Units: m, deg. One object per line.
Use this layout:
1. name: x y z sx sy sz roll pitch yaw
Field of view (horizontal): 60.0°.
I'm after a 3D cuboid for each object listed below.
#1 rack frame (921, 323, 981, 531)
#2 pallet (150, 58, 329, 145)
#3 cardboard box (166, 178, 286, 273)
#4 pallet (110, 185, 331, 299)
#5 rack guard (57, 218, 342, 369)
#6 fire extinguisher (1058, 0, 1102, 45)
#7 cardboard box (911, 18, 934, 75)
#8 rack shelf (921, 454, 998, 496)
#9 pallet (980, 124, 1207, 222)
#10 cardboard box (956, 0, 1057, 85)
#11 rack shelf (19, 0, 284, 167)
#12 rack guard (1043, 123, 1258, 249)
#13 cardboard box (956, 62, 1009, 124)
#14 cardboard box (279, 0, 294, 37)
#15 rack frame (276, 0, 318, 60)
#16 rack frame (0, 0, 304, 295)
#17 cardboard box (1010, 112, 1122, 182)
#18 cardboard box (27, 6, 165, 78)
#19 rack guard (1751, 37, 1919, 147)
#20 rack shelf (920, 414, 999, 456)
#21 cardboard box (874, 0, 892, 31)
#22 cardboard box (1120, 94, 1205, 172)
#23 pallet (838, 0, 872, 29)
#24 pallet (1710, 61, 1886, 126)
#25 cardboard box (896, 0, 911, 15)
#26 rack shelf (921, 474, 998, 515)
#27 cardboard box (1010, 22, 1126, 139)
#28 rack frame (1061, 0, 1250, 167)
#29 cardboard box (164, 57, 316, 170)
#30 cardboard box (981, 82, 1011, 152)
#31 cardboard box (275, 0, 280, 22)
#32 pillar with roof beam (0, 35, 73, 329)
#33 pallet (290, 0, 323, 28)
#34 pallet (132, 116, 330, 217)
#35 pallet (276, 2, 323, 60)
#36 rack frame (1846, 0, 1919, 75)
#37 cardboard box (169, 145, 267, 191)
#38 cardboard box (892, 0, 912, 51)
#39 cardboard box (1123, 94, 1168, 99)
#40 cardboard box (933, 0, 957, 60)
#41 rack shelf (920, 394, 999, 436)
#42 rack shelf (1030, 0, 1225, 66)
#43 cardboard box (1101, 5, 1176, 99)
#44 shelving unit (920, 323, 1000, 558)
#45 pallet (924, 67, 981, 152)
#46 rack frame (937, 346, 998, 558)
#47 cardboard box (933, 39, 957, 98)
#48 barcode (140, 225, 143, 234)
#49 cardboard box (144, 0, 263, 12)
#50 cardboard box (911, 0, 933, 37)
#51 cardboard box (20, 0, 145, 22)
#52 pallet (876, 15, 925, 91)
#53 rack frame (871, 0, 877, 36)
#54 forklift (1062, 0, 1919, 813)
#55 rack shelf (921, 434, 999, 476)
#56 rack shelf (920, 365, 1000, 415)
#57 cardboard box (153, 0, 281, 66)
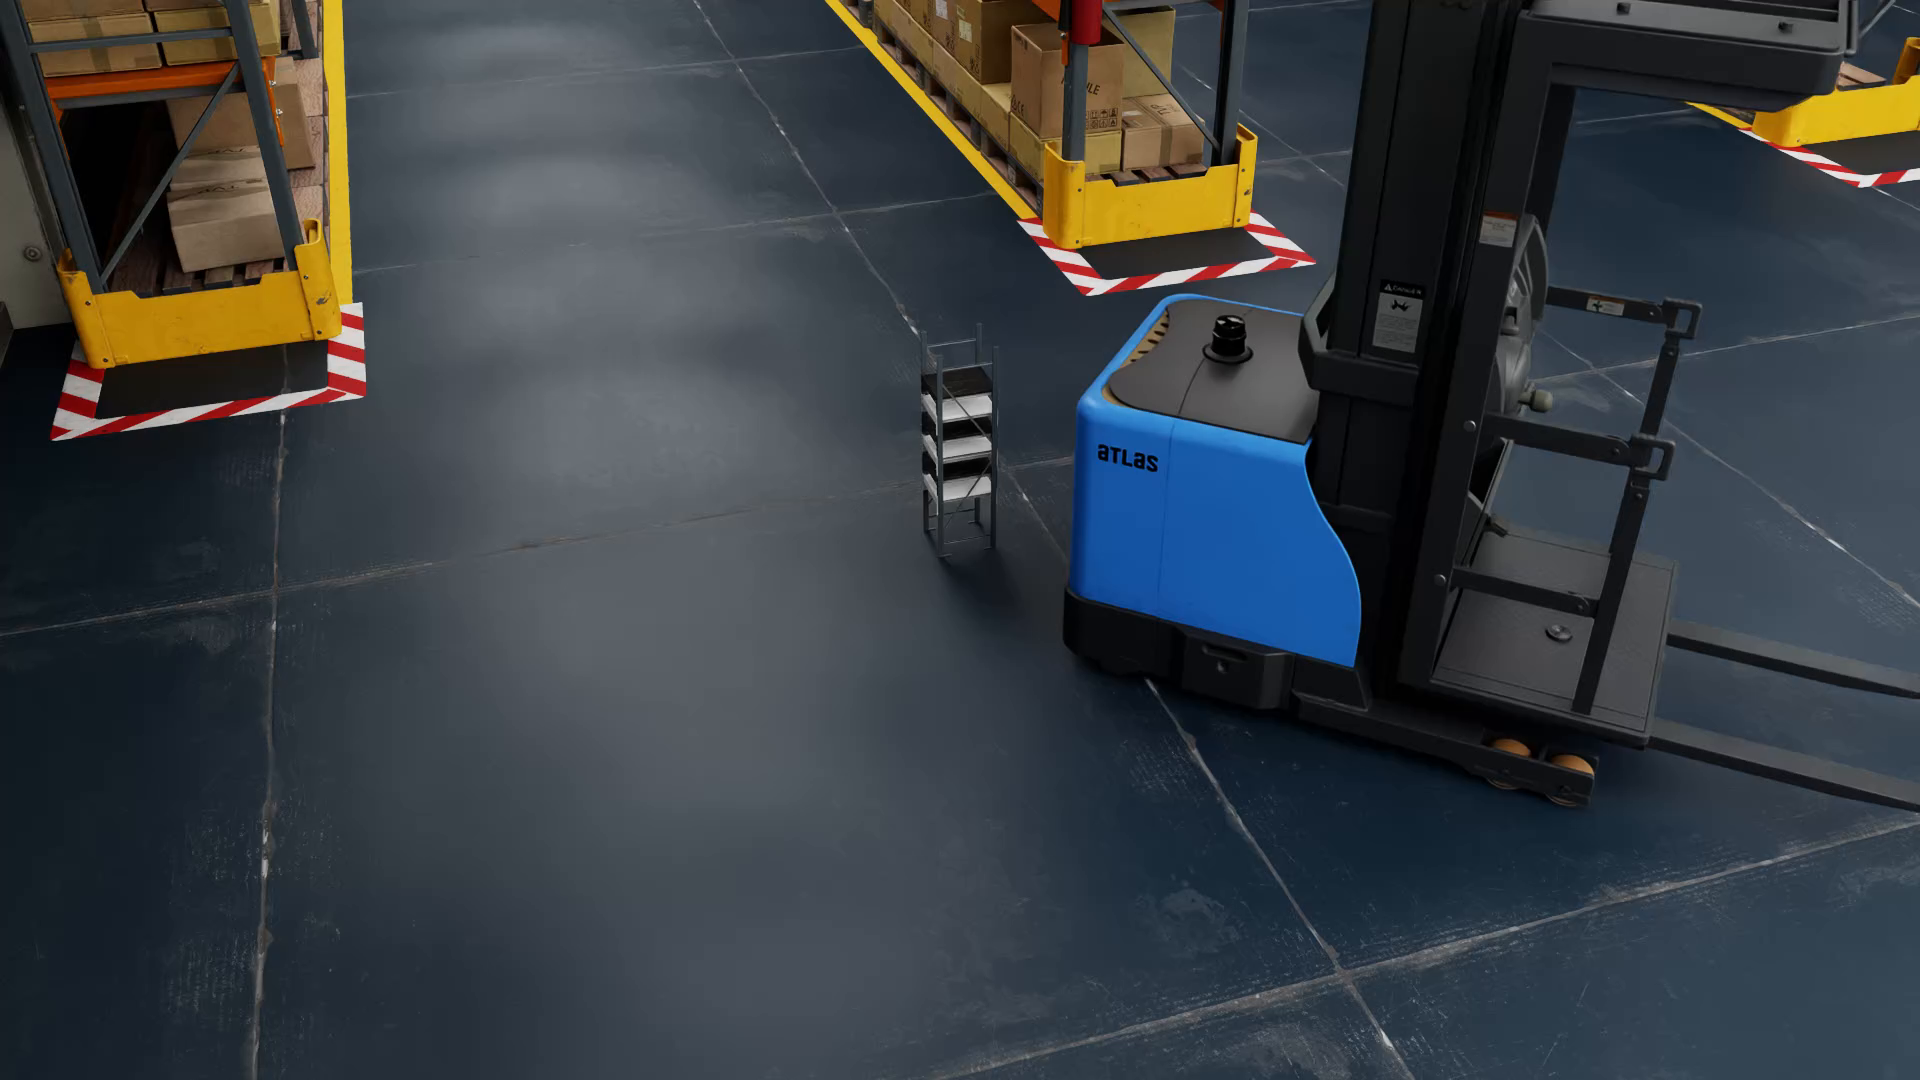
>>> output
1. rack frame: -0.033 -0.433 6.589 0.240 0.900 0.006 -10 35 -15
2. pallet: -4.647 -2.803 10.801 1.003 0.211 1.213 -10 35 -15
3. cardboard box: -3.790 -1.654 8.571 0.500 0.311 0.500 -14 36 -20
4. pallet: -3.902 -1.522 8.862 1.003 0.211 1.213 -10 35 -15
5. rack guard: -3.688 -1.210 8.128 1.175 0.500 0.348 -10 35 -15
6. fire extinguisher: 0.645 -2.876 8.452 0.296 0.674 0.183 -10 35 -15
7. cardboard box: -0.021 -3.355 11.220 0.500 0.250 0.500 -10 35 -15
8. rack shelf: -0.002 -0.277 6.576 0.258 0.077 0.200 -10 35 -15
9. pallet: 0.778 -2.280 10.008 1.003 0.211 1.213 -10 35 -15
10. cardboard box: 0.285 -3.143 10.219 0.500 0.500 0.500 -10 35 -15
11. rack shelf: -4.275 -2.963 9.166 1.077 0.370 4.000 -10 35 -15
12. rack guard: 1.059 -1.993 9.313 1.175 0.500 0.348 -10 35 -15
13. cardboard box: 0.288 -2.831 10.427 0.500 0.250 0.500 -10 35 -15
14. cardboard box: -5.126 -3.838 11.705 0.700 0.500 0.500 -9 34 -13
15. rack frame: -4.885 -4.314 10.557 1.000 3.000 0.127 -10 35 -15
16. rack frame: -3.665 -2.213 7.379 1.000 3.000 0.127 -10 35 -15
17. cardboard box: 0.606 -2.308 9.636 0.500 0.250 0.500 -10 35 -15
18. cardboard box: -3.992 -2.372 7.737 0.500 0.250 0.500 -10 35 -14
19. rack guard: 5.702 -2.869 10.638 1.175 0.500 0.348 -10 35 -15
20. rack shelf: -0.002 -0.427 6.477 0.258 0.077 0.200 -10 35 -15
21. cardboard box: -0.316 -3.882 12.017 0.500 0.250 0.500 -10 35 -15
22. cardboard box: 1.100 -2.395 9.767 0.500 0.250 0.500 -10 35 -15
23. pallet: -0.431 -4.365 13.165 1.003 0.211 1.213 -10 35 -15
24. pallet: 5.459 -3.175 11.364 1.003 0.211 1.213 -10 35 -15
25. cardboard box: -0.165 -3.932 11.413 0.500 0.500 0.500 -10 35 -15
26. rack shelf: -0.002 -0.202 6.626 0.258 0.077 0.200 -10 35 -15
27. cardboard box: 0.604 -2.621 9.428 0.500 0.500 0.500 -10 35 -15
28. rack frame: 1.051 -3.048 8.642 1.000 3.000 0.127 -10 35 -15
29. cardboard box: -4.141 -2.425 9.568 0.700 0.500 0.500 -12 35 -18
30. cardboard box: 0.442 -2.569 10.030 0.500 0.250 0.500 -10 35 -15
31. cardboard box: -3.684 -2.739 8.292 0.500 0.250 0.500 -11 35 -16
32. pillar with roof beam: -0.603 -5.662 7.157 9.100 9.000 0.400 -10 35 -15
33. pallet: -5.500 -4.200 12.915 1.003 0.211 1.213 -10 35 -15
34. pallet: -4.271 -2.162 9.830 1.003 0.211 1.213 -10 35 -15
35. pallet: -5.124 -3.559 11.944 1.003 0.211 1.213 -10 35 -15
36. rack frame: 5.770 -3.879 9.900 1.000 3.000 0.127 -10 35 -15
37. cardboard box: -3.964 -1.953 9.024 0.500 0.311 0.500 -7 34 -11
38. cardboard box: -0.168 -3.619 11.619 0.500 0.250 0.500 -10 35 -15
39. cardboard box: 0.944 -2.657 10.164 0.500 0.250 0.500 -10 35 -15
40. cardboard box: 0.134 -3.406 10.617 0.500 0.500 0.500 -10 35 -15
41. rack shelf: -0.002 -0.502 6.428 0.258 0.077 0.200 -10 35 -15
42. rack shelf: 0.441 -3.798 10.430 1.077 0.370 4.000 -10 35 -15
43. cardboard box: 0.945 -2.970 9.957 0.500 0.500 0.500 -10 35 -15
44. shelving unit: -0.002 -0.380 6.508 0.258 0.900 0.210 -10 35 -15
45. pallet: 0.410 -2.919 10.976 1.003 0.211 1.213 -10 35 -15
46. rack frame: 0.029 -0.326 6.428 0.240 0.900 0.006 -10 35 -15
47. cardboard box: 0.137 -3.094 10.824 0.500 0.250 0.500 -10 35 -15
48. barcode: -4.177 -1.600 8.482 0.001 0.075 0.075 -10 35 -15
49. cardboard box: -3.525 -2.773 7.664 0.500 0.500 0.500 -10 35 -15
50. cardboard box: -0.020 -3.668 11.014 0.500 0.500 0.500 -10 35 -15
51. cardboard box: -4.011 -2.684 7.528 0.500 0.500 0.500 -10 35 -15
52. pallet: 0.034 -3.561 11.947 1.003 0.211 1.213 -10 35 -15
53. rack frame: -0.169 -5.149 11.821 1.000 3.000 0.127 -10 35 -15
54. forklift: 1.935 -0.689 5.133 3.031 2.935 1.130 14 36 20
55. rack shelf: -0.002 -0.352 6.527 0.258 0.077 0.200 -10 35 -15
56. rack shelf: -0.002 -0.577 6.378 0.258 0.077 0.200 -10 35 -15
57. cardboard box: -3.512 -2.469 7.883 0.500 0.250 0.500 -11 35 -16
